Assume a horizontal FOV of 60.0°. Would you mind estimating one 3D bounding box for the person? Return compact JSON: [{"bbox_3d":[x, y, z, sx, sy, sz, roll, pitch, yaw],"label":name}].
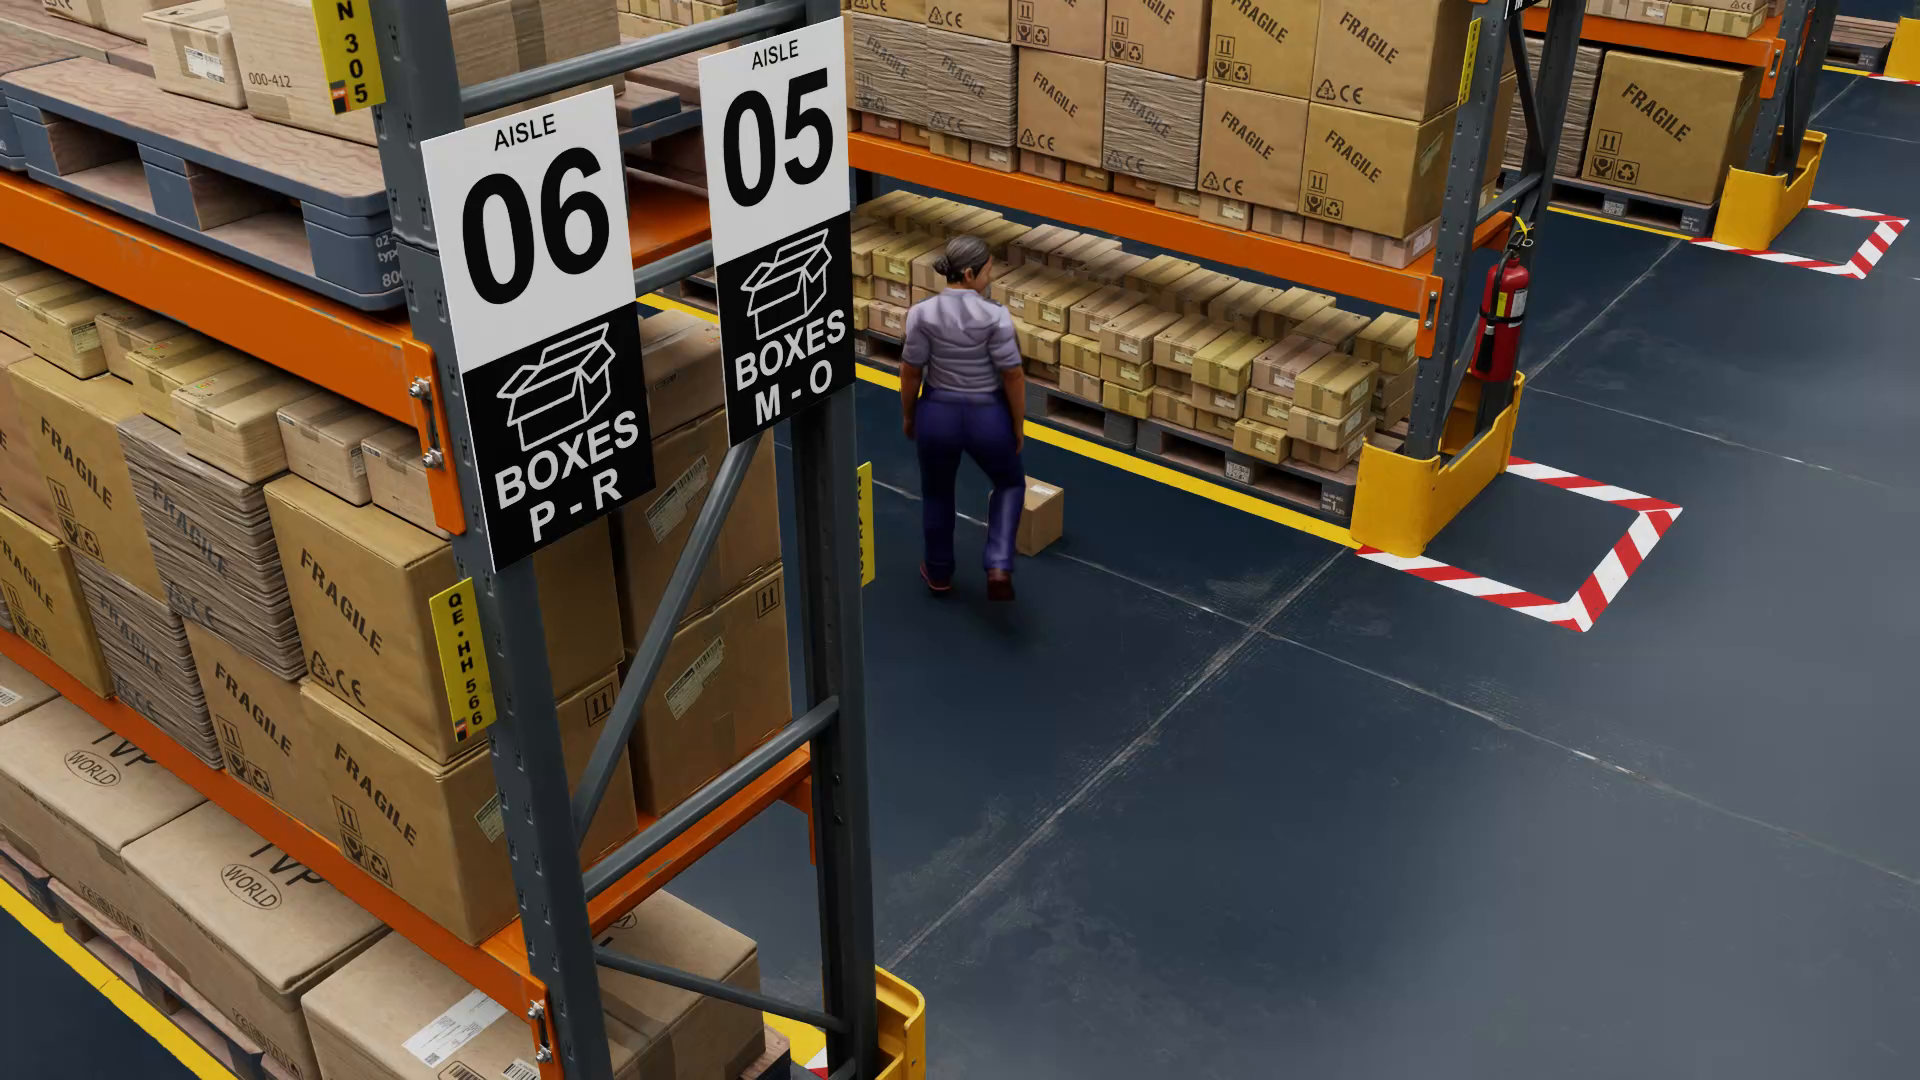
[{"bbox_3d":[0.016,-0.457,6.881,0.517,1.645,0.556,3,31,5],"label":"person"}]
